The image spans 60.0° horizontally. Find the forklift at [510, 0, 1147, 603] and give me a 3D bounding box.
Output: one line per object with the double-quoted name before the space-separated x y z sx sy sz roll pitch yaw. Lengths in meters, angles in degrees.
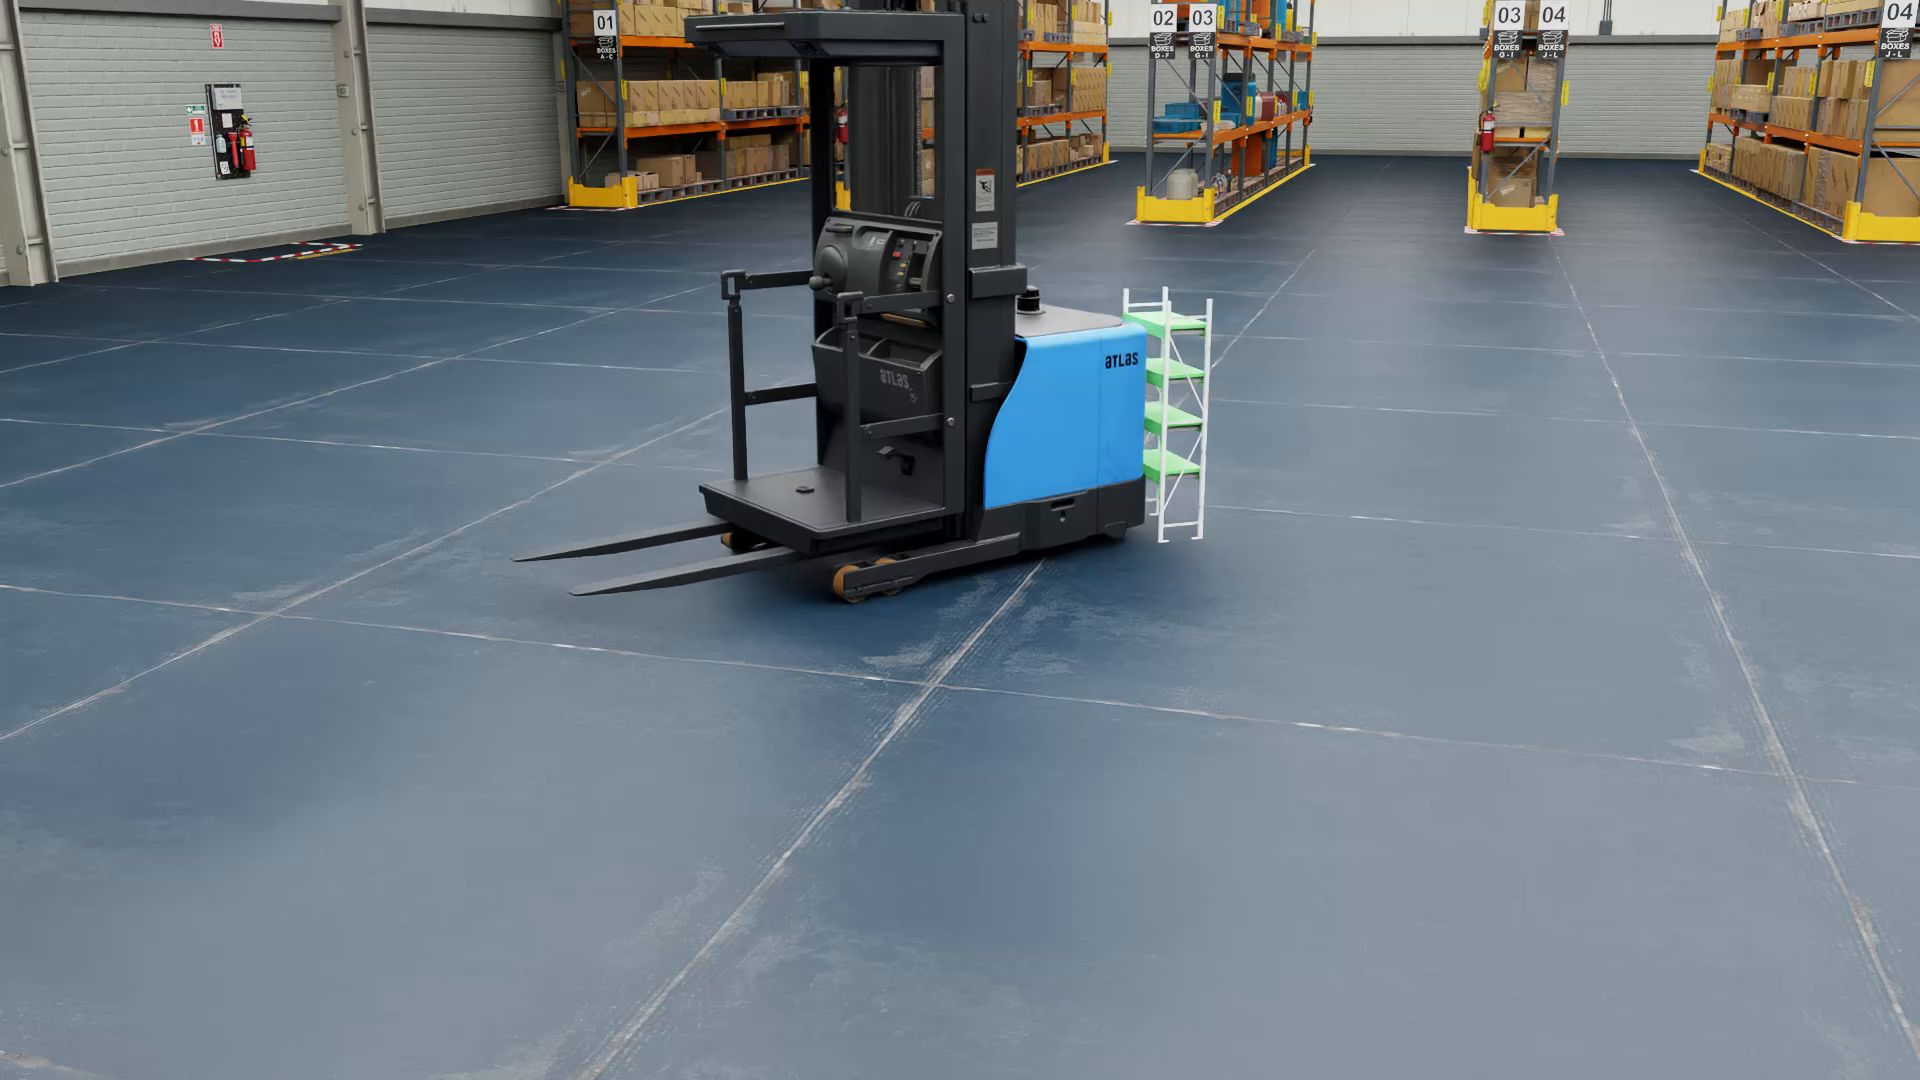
"forklift" -0.552 -1.294 7.520 3.031 2.935 1.130 -12 20 -35

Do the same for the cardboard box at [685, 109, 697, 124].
"cardboard box" -5.124 -7.728 30.317 0.500 0.250 0.500 5 16 16

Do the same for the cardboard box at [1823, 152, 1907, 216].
"cardboard box" 13.212 -5.183 24.231 0.875 0.875 0.875 4 16 15

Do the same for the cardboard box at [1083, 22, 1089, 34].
"cardboard box" 2.691 -11.891 38.615 0.500 0.250 0.500 5 16 16

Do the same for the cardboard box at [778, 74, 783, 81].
"cardboard box" -3.935 -9.726 34.945 0.380 0.149 0.250 2 16 9

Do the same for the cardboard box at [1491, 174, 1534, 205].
"cardboard box" 8.439 -5.322 25.408 0.500 0.500 0.500 10 18 30

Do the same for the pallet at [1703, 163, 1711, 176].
"pallet" 17.095 -8.205 36.871 1.003 0.211 1.213 5 16 16

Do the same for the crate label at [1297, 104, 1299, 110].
"crate label" 7.696 -10.097 38.803 0.396 0.136 0.243 5 16 16

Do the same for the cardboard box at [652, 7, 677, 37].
"cardboard box" -5.342 -9.139 29.335 0.500 0.500 0.500 6 17 19

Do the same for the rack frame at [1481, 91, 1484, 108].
"rack frame" 11.518 -9.141 35.060 1.000 3.000 0.127 5 16 16

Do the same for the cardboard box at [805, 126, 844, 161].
"cardboard box" -3.039 -9.048 37.903 0.750 0.750 0.750 5 17 18

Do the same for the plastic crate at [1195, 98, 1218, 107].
"plastic crate" 4.340 -7.613 29.557 0.402 0.464 0.583 5 16 16

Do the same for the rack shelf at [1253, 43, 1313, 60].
"rack shelf" 7.338 -11.145 37.948 1.077 0.370 4.000 5 16 16

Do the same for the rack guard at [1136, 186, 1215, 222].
"rack guard" 3.336 -5.207 25.770 1.175 0.500 0.348 5 16 16

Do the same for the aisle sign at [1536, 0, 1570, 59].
"aisle sign" 8.378 -7.213 23.498 0.394 0.787 0.004 5 16 16

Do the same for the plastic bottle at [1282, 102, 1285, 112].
"plastic bottle" 6.945 -9.277 35.753 0.061 0.283 0.133 5 16 16

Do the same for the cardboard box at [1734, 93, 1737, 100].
"cardboard box" 15.620 -8.819 33.070 0.380 0.149 0.250 4 16 15

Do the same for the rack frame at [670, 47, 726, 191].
"rack frame" -5.002 -8.200 31.744 1.000 3.000 0.127 5 16 16

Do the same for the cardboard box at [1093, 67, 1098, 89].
"cardboard box" 3.010 -11.080 39.880 0.500 0.500 0.500 5 17 17

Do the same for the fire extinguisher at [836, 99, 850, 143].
"fire extinguisher" -1.868 -6.739 26.732 0.296 0.674 0.183 5 16 16

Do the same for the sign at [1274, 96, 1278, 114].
"sign" 6.162 -8.516 32.559 0.100 0.325 0.005 5 16 16

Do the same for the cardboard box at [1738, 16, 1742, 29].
"cardboard box" 16.291 -10.617 34.126 0.500 0.250 0.500 4 16 14

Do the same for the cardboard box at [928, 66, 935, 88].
"cardboard box" -0.800 -7.979 28.403 0.700 0.500 0.500 5 16 16

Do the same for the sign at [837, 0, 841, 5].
"sign" -1.905 -8.647 26.345 0.100 0.325 0.005 5 16 16

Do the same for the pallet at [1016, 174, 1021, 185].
"pallet" 0.613 -7.310 33.715 1.003 0.211 1.213 5 16 16

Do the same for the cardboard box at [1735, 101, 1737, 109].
"cardboard box" 15.544 -8.606 32.864 0.380 0.149 0.250 5 17 16

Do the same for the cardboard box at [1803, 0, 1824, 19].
"cardboard box" 14.259 -8.763 27.441 0.500 0.311 0.500 4 16 14

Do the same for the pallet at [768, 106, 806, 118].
"pallet" -3.966 -8.960 34.773 1.213 0.211 1.003 5 16 16

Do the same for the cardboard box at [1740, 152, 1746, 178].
"cardboard box" 15.496 -7.280 32.311 0.500 0.500 0.500 5 17 17

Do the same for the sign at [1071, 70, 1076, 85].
"sign" 2.555 -10.425 37.466 0.100 0.325 0.005 5 16 16

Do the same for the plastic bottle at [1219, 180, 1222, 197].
"plastic bottle" 4.299 -5.851 27.654 0.097 0.271 0.097 0 16 0

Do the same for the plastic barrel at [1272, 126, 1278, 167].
"plastic barrel" 6.599 -8.577 36.146 0.600 0.901 0.708 5 16 16

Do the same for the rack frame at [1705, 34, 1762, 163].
"rack frame" 17.382 -9.777 37.301 1.000 3.000 0.127 5 16 16

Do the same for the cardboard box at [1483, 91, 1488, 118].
"cardboard box" 8.318 -6.475 24.931 0.875 0.500 0.500 5 16 16

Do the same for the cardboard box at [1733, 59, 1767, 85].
"cardboard box" 16.119 -9.546 33.928 0.500 0.500 0.500 4 16 14

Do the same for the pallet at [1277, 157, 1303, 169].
"pallet" 7.635 -9.017 39.735 1.003 0.211 1.213 5 16 16

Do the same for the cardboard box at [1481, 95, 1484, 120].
"cardboard box" 10.284 -8.291 31.880 0.500 0.500 0.500 5 17 18

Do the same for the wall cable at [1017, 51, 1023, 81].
"wall cable" 0.358 -14.184 47.537 3.097 2.526 0.112 5 16 16

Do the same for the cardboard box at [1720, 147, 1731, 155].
"cardboard box" 16.332 -8.236 35.232 0.380 0.149 0.250 4 16 13

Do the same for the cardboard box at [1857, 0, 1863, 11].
"cardboard box" 12.894 -7.543 23.435 0.380 0.149 0.250 4 16 15

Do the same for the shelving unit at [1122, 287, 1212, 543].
"shelving unit" 1.023 -0.638 8.381 0.258 1.200 0.503 -5 17 -18

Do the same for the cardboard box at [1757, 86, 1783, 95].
"cardboard box" 14.808 -8.215 30.395 0.380 0.149 0.250 4 16 14

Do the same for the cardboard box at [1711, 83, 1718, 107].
"cardboard box" 16.989 -9.872 36.908 0.500 0.500 0.500 5 17 19

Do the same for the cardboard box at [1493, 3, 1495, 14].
"cardboard box" 8.095 -7.868 24.618 0.380 0.149 0.250 5 17 16

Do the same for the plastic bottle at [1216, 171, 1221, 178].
"plastic bottle" 4.451 -6.190 28.704 0.144 0.351 0.185 5 16 16

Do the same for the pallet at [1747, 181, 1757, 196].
"pallet" 15.332 -6.546 31.023 1.003 0.211 1.213 5 16 16

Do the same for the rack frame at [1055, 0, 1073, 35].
"rack frame" 2.021 -12.796 36.954 1.000 3.000 0.127 5 16 16

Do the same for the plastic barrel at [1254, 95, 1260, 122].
"plastic barrel" 5.426 -8.137 31.314 0.421 0.512 0.421 0 16 0

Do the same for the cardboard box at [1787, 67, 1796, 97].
"cardboard box" 14.829 -7.964 28.893 0.700 0.500 0.500 4 16 15

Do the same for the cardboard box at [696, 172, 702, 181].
"cardboard box" -5.126 -6.907 31.569 0.380 0.166 0.250 2 16 9

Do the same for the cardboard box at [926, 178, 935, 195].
"cardboard box" -0.742 -6.035 28.379 0.500 0.250 0.500 5 16 16
